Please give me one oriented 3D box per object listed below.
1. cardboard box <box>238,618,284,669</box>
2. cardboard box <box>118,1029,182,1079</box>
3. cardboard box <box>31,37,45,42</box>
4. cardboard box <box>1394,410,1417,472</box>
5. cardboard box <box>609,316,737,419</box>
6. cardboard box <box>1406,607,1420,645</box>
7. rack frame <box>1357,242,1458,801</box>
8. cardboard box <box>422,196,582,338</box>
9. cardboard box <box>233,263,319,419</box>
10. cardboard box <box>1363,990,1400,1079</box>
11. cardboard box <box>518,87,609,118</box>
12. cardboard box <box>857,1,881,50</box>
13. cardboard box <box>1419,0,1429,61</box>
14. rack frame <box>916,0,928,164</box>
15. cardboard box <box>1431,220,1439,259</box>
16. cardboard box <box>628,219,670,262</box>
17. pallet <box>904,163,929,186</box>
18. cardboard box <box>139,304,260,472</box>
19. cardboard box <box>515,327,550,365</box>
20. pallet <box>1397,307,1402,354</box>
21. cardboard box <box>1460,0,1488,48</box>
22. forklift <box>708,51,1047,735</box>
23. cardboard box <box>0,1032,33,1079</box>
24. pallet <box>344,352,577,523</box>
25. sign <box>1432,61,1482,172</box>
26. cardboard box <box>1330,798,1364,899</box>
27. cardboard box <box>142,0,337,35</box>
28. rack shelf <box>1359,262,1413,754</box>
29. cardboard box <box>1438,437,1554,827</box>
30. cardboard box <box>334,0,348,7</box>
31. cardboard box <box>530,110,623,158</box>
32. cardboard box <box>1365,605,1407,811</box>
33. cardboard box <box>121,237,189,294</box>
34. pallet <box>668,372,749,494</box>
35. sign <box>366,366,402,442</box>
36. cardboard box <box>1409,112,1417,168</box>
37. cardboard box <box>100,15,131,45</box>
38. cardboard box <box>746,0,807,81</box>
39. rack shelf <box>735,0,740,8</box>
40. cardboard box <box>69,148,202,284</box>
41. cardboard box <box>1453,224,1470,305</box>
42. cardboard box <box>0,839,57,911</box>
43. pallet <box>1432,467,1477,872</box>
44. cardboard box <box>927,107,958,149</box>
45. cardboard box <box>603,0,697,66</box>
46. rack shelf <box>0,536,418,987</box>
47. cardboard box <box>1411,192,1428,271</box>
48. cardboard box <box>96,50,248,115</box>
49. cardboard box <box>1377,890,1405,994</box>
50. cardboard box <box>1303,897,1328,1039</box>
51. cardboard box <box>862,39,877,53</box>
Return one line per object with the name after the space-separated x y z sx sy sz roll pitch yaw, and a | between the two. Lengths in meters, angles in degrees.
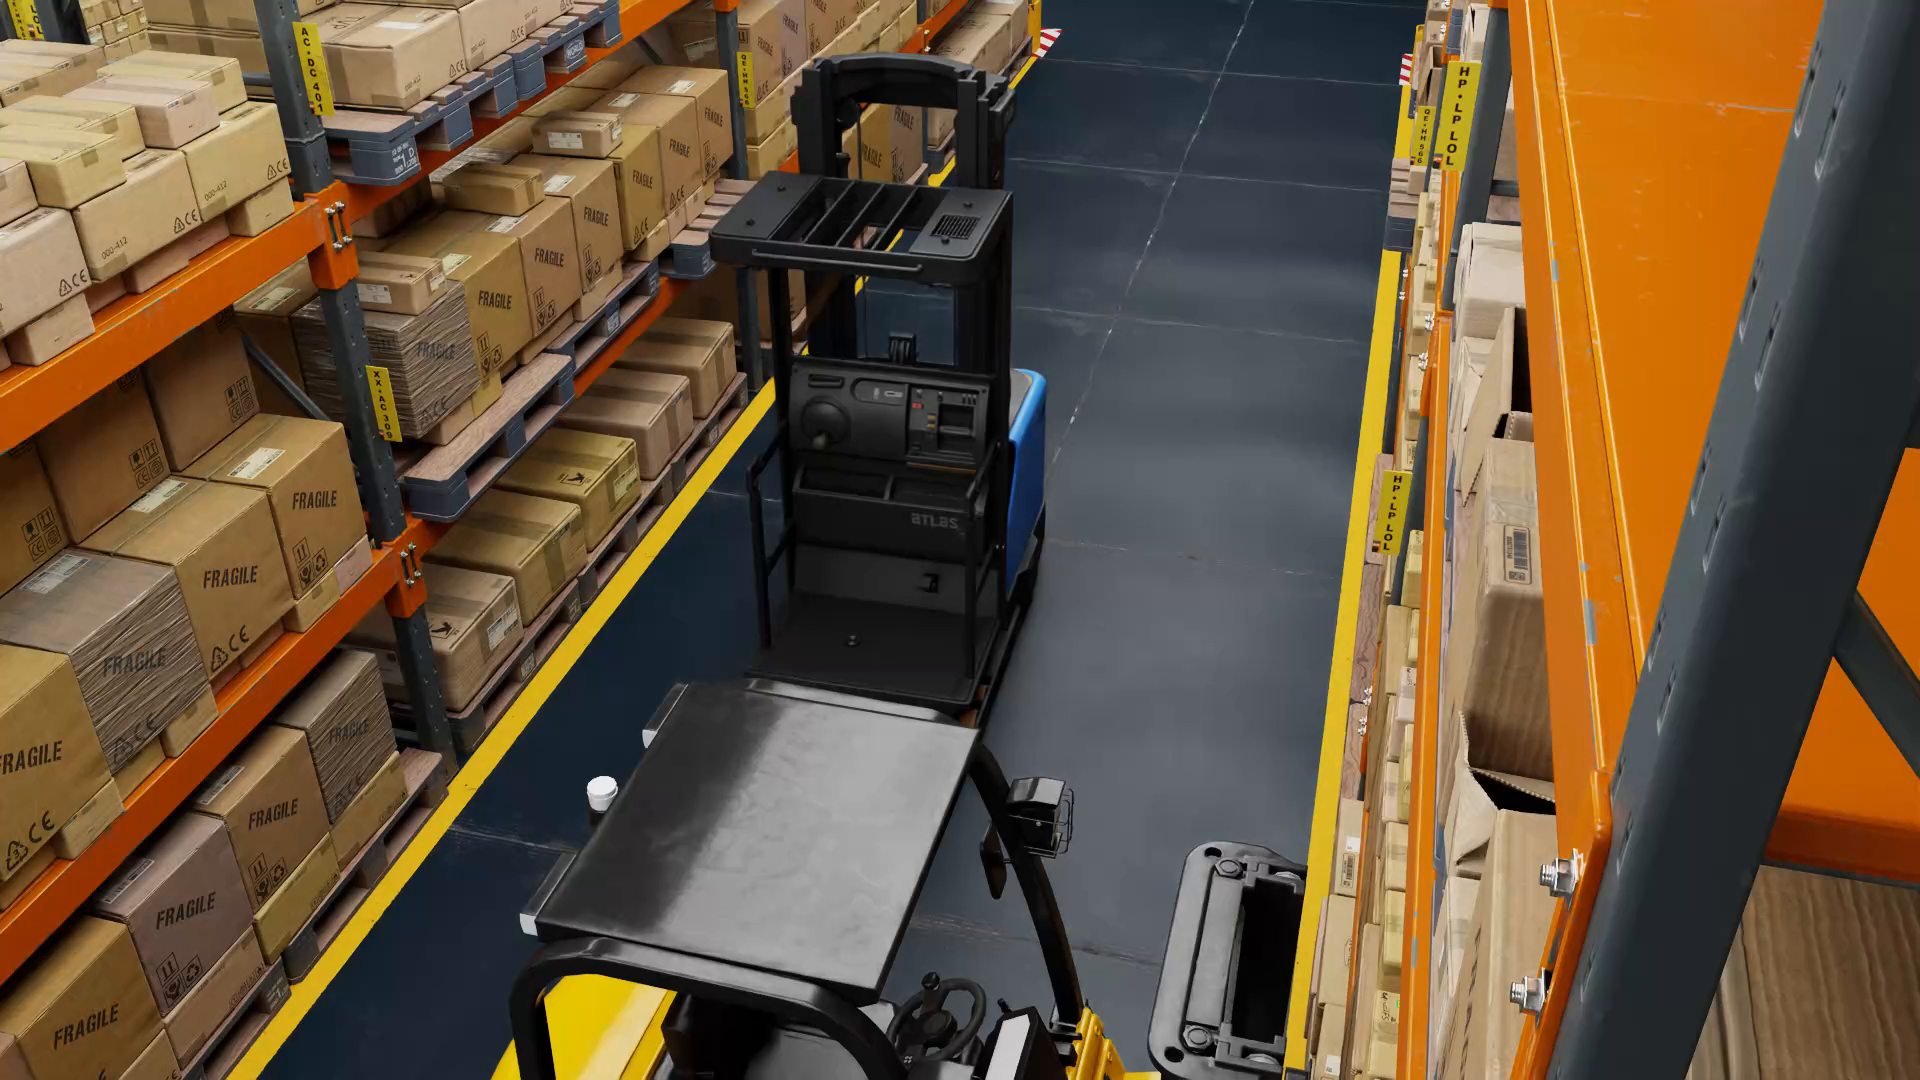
-2.787 0.329 6.240 0.380 0.149 0.250 8 33 13 | cardboard box
-3.082 1.889 5.724 0.500 0.250 0.500 10 34 16 | cardboard box
-6.294 -3.475 11.279 0.380 0.149 0.250 8 33 12 | cardboard box
2.001 -0.271 6.625 0.500 0.250 0.500 7 33 11 | cardboard box
-1.940 -1.092 10.300 0.950 0.372 0.625 6 33 9 | cardboard box
1.665 0.247 5.437 0.380 0.149 0.250 8 33 12 | cardboard box
2.000 0.434 5.842 1.000 3.000 0.127 8 33 12 | rack frame
-2.140 -1.304 7.813 0.500 0.500 0.500 8 33 12 | cardboard box
-2.906 -0.856 7.108 0.500 0.500 0.500 7 33 11 | cardboard box
1.099 1.177 3.697 0.380 0.149 0.250 9 33 13 | cardboard box
-2.250 -2.187 9.203 0.500 0.500 0.500 10 34 15 | cardboard box
-0.894 -3.747 12.092 0.500 0.250 0.500 9 33 14 | cardboard box
3.691 -3.717 11.885 0.700 0.500 0.500 9 34 14 | cardboard box
-0.772 -4.392 13.432 1.000 3.000 0.127 8 33 12 | rack frame
2.489 -1.420 8.059 0.380 0.149 0.250 8 33 13 | cardboard box
-1.789 -1.625 8.922 0.380 0.149 0.250 9 33 13 | cardboard box
-0.894 -2.804 13.534 1.003 0.211 1.213 8 33 12 | pallet
-3.123 -0.631 6.214 0.700 0.500 0.500 8 33 12 | cardboard box
-2.180 -0.969 7.890 0.380 0.149 0.250 9 33 13 | cardboard box
3.553 -1.479 11.449 1.003 0.211 1.213 8 33 12 | pallet
2.338 -2.299 6.766 0.500 0.500 0.500 9 33 14 | cardboard box
-0.374 -0.510 7.390 1.130 2.935 3.031 7 33 11 | forklift
-3.211 1.837 5.107 0.500 0.500 0.500 7 33 11 | cardboard box
-2.467 -0.536 7.546 1.003 0.211 1.213 8 33 12 | pallet
1.473 -1.252 4.922 0.100 0.325 0.005 8 33 12 | sign
1.574 1.203 5.871 0.500 0.250 0.500 8 33 12 | cardboard box
-2.778 -2.149 6.391 0.500 0.250 0.500 9 33 13 | cardboard box
2.508 -0.300 7.667 1.077 0.370 4.000 8 33 12 | rack shelf
1.219 0.201 2.834 0.700 0.500 0.500 8 33 13 | cardboard box
-2.660 -2.205 6.944 0.500 0.250 0.500 8 33 13 | cardboard box
-1.929 -2.047 8.377 0.380 0.149 0.250 6 33 10 | cardboard box
1.635 0.586 5.508 0.500 0.500 0.500 7 33 11 | cardboard box
-2.778 -0.940 5.440 0.380 0.149 0.250 8 33 13 | cardboard box
-1.986 -0.734 10.277 1.003 0.211 1.213 8 33 12 | pallet
-2.275 -0.536 6.559 0.100 0.325 0.005 8 33 12 | sign
2.970 -2.347 9.965 0.500 0.250 0.500 6 33 10 | cardboard box
-6.152 -3.637 11.811 0.380 0.149 0.250 7 33 11 | cardboard box
-1.308 -3.261 10.629 0.500 0.500 0.500 8 33 13 | cardboard box
-1.279 -4.316 11.187 1.077 0.370 4.000 8 33 12 | rack shelf
-2.781 -1.040 5.227 0.500 0.250 0.500 7 33 12 | cardboard box
1.593 -0.754 4.663 0.380 0.149 0.250 9 33 13 | cardboard box
-3.088 0.992 5.198 0.380 0.149 0.250 7 33 11 | cardboard box
1.497 0.282 3.366 1.003 0.211 1.213 8 33 12 | pallet
-0.508 -3.799 14.496 0.875 0.438 0.875 8 33 12 | cardboard box
-1.908 -3.084 10.350 0.500 0.500 0.500 7 33 11 | cardboard box
-3.309 1.101 5.462 1.077 0.370 4.000 8 33 12 | rack shelf
2.642 -1.596 8.708 0.500 0.250 0.500 8 33 12 | cardboard box
-2.671 -1.542 5.645 0.380 0.149 0.250 9 33 13 | cardboard box
1.253 1.047 4.179 0.380 0.149 0.250 7 33 11 | cardboard box
1.557 1.623 6.143 0.500 0.250 0.500 8 33 13 | cardboard box
-0.918 -3.538 12.229 0.500 0.250 0.500 7 33 11 | cardboard box
